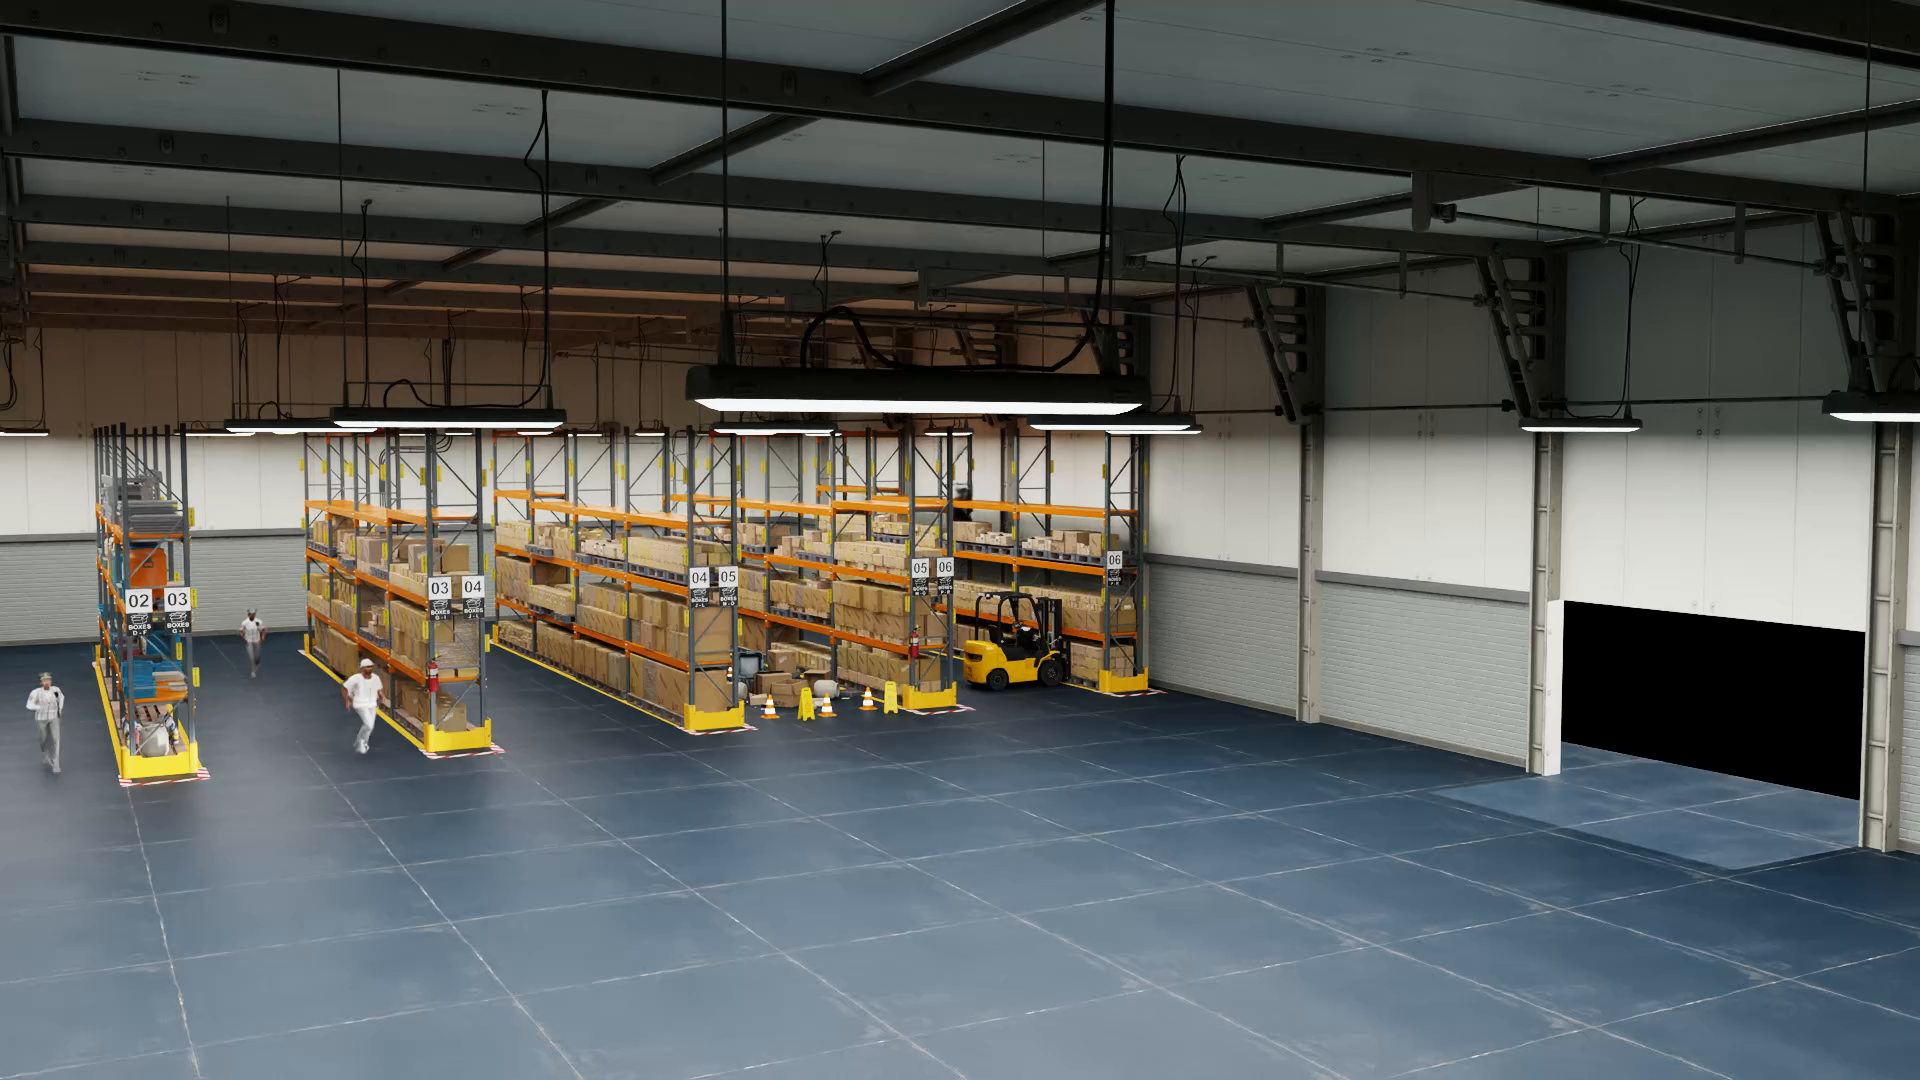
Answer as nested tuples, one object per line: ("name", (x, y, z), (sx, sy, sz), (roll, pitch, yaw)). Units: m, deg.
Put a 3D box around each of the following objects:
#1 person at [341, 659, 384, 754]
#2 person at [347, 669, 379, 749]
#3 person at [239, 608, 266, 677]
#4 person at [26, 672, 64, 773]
("person", (-10.764, 3.015, 30.152), (0.736, 1.723, 0.671), (2, 4, 34))
("person", (-10.886, 3.084, 30.484), (0.515, 1.560, 0.593), (-3, 5, -42))
("person", (-17.151, 2.465, 40.316), (0.601, 1.668, 0.619), (-2, 4, -29))
("person", (-15.846, 3.148, 28.828), (0.581, 1.744, 0.914), (-2, 4, -31))
